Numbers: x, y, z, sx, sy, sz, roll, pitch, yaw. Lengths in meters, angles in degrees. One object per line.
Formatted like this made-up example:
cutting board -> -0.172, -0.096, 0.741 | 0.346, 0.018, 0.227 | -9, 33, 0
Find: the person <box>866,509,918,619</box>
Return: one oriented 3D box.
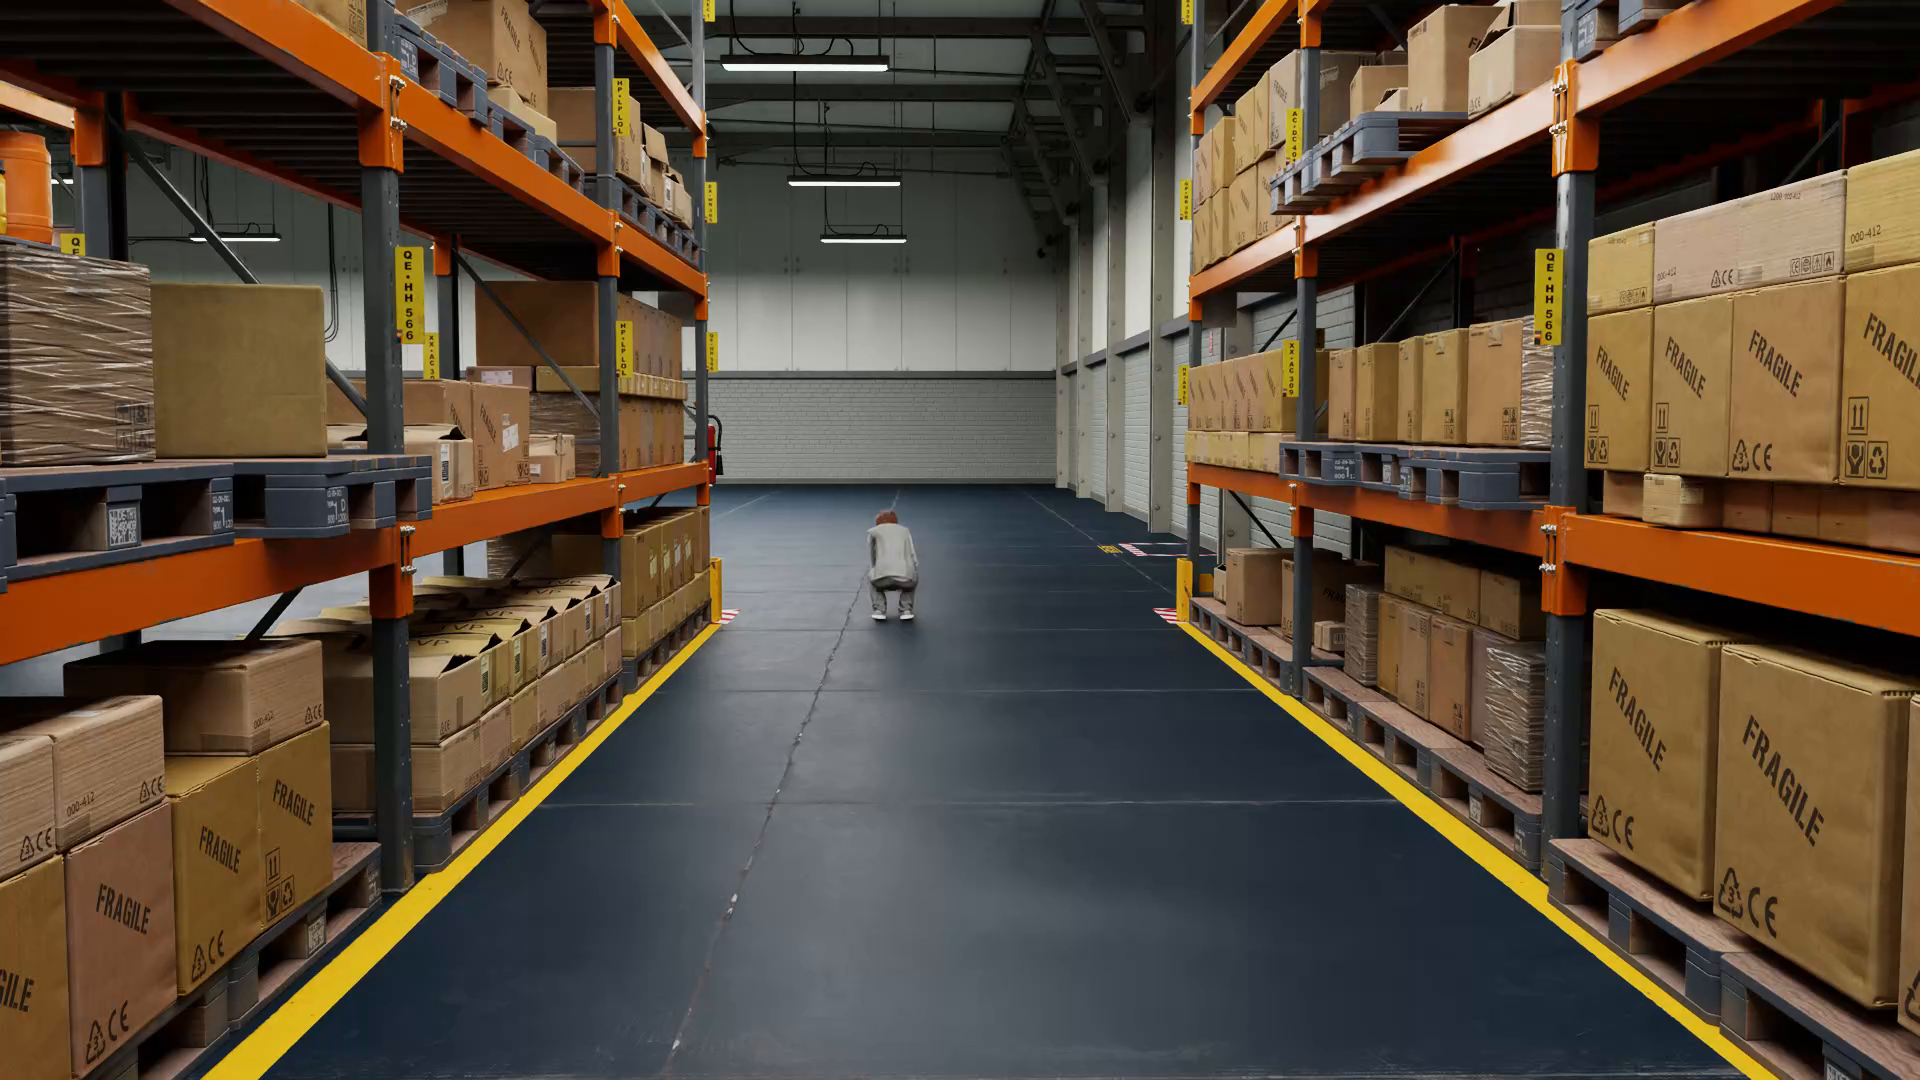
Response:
person -> -0.568, 0.211, 13.893 | 0.432, 0.890, 0.822 | 0, 4, -2
